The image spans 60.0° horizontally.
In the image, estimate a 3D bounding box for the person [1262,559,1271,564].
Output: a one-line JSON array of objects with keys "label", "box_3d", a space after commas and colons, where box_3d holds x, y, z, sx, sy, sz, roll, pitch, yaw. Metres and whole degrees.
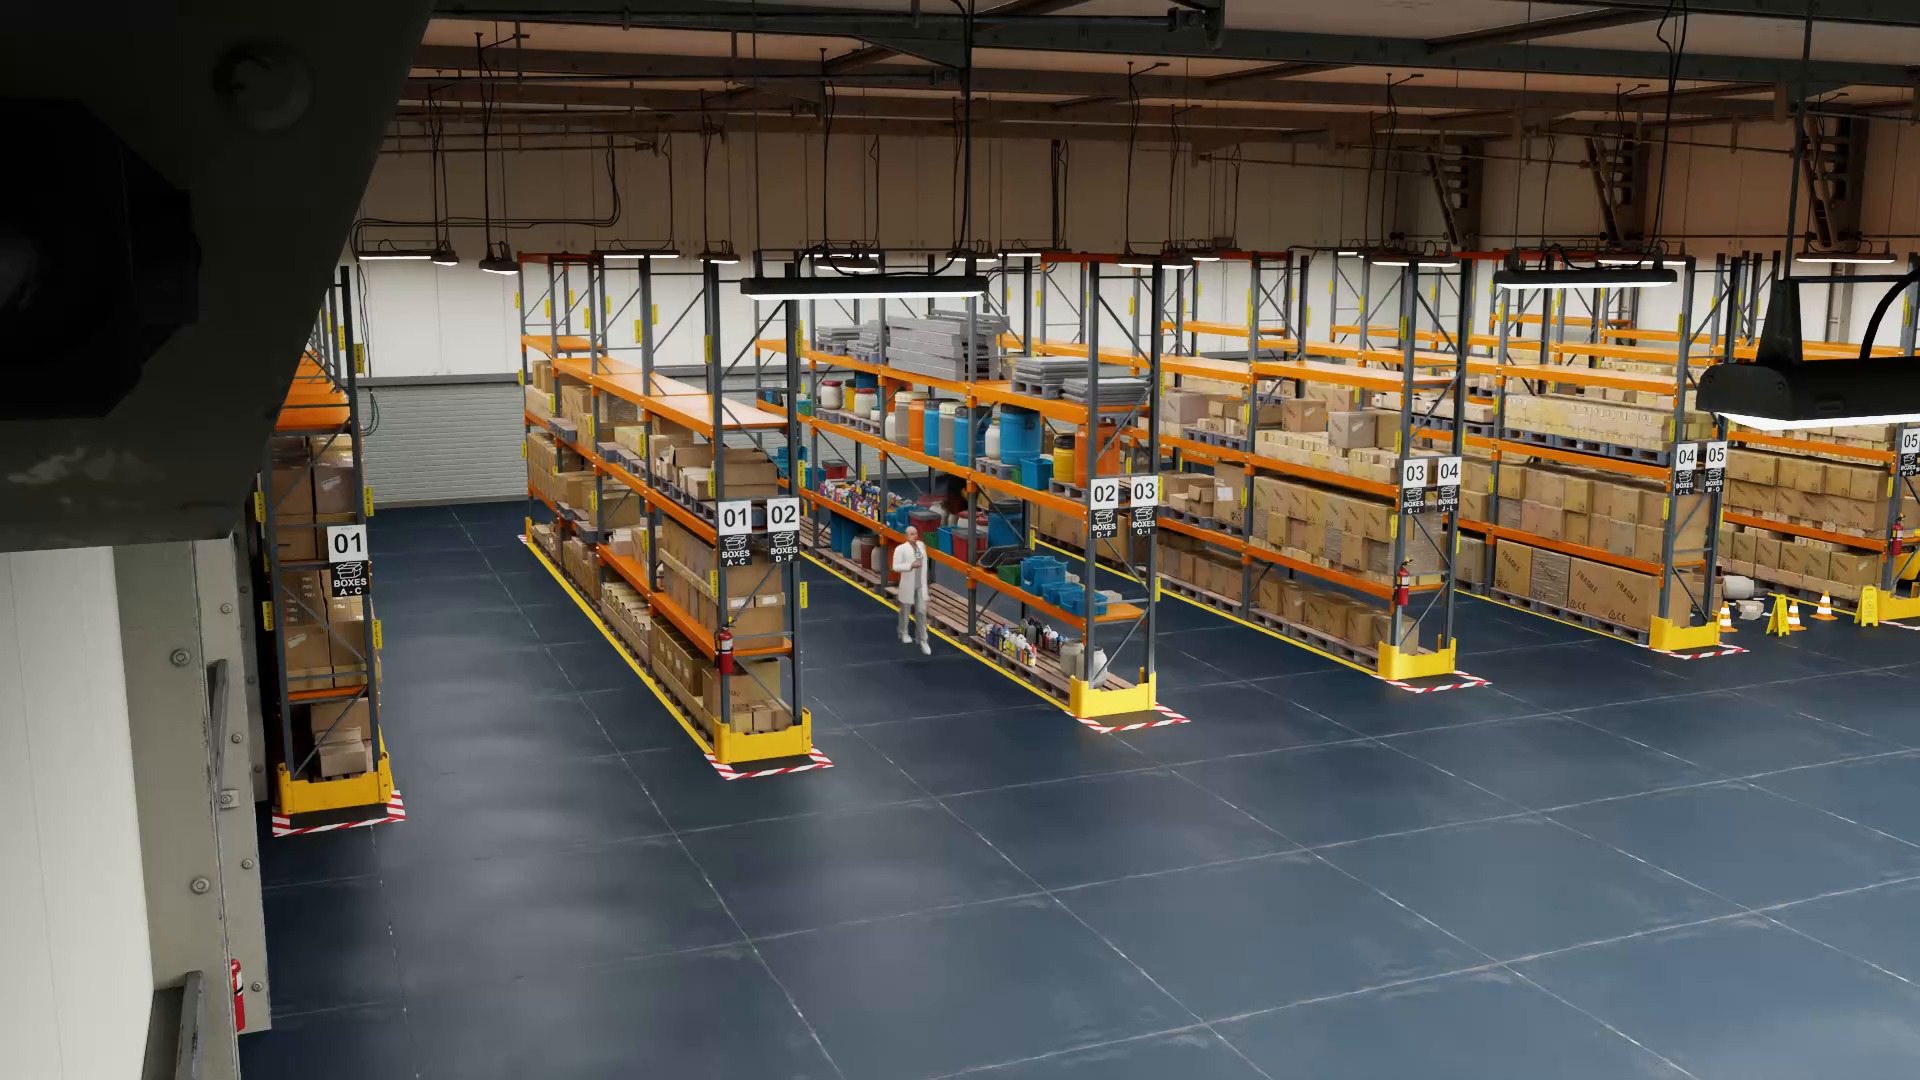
[{"label": "person", "box_3d": [5.919, -0.457, 32.629, 0.667, 1.750, 0.915, -5, 12, -26]}]

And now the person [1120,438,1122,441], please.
[{"label": "person", "box_3d": [3.646, -1.657, 39.654, 0.685, 1.611, 0.866, -1, 10, -8]}]

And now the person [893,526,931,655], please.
[{"label": "person", "box_3d": [-0.693, 0.734, 24.588, 0.690, 1.895, 0.792, -6, 12, -28]}]
